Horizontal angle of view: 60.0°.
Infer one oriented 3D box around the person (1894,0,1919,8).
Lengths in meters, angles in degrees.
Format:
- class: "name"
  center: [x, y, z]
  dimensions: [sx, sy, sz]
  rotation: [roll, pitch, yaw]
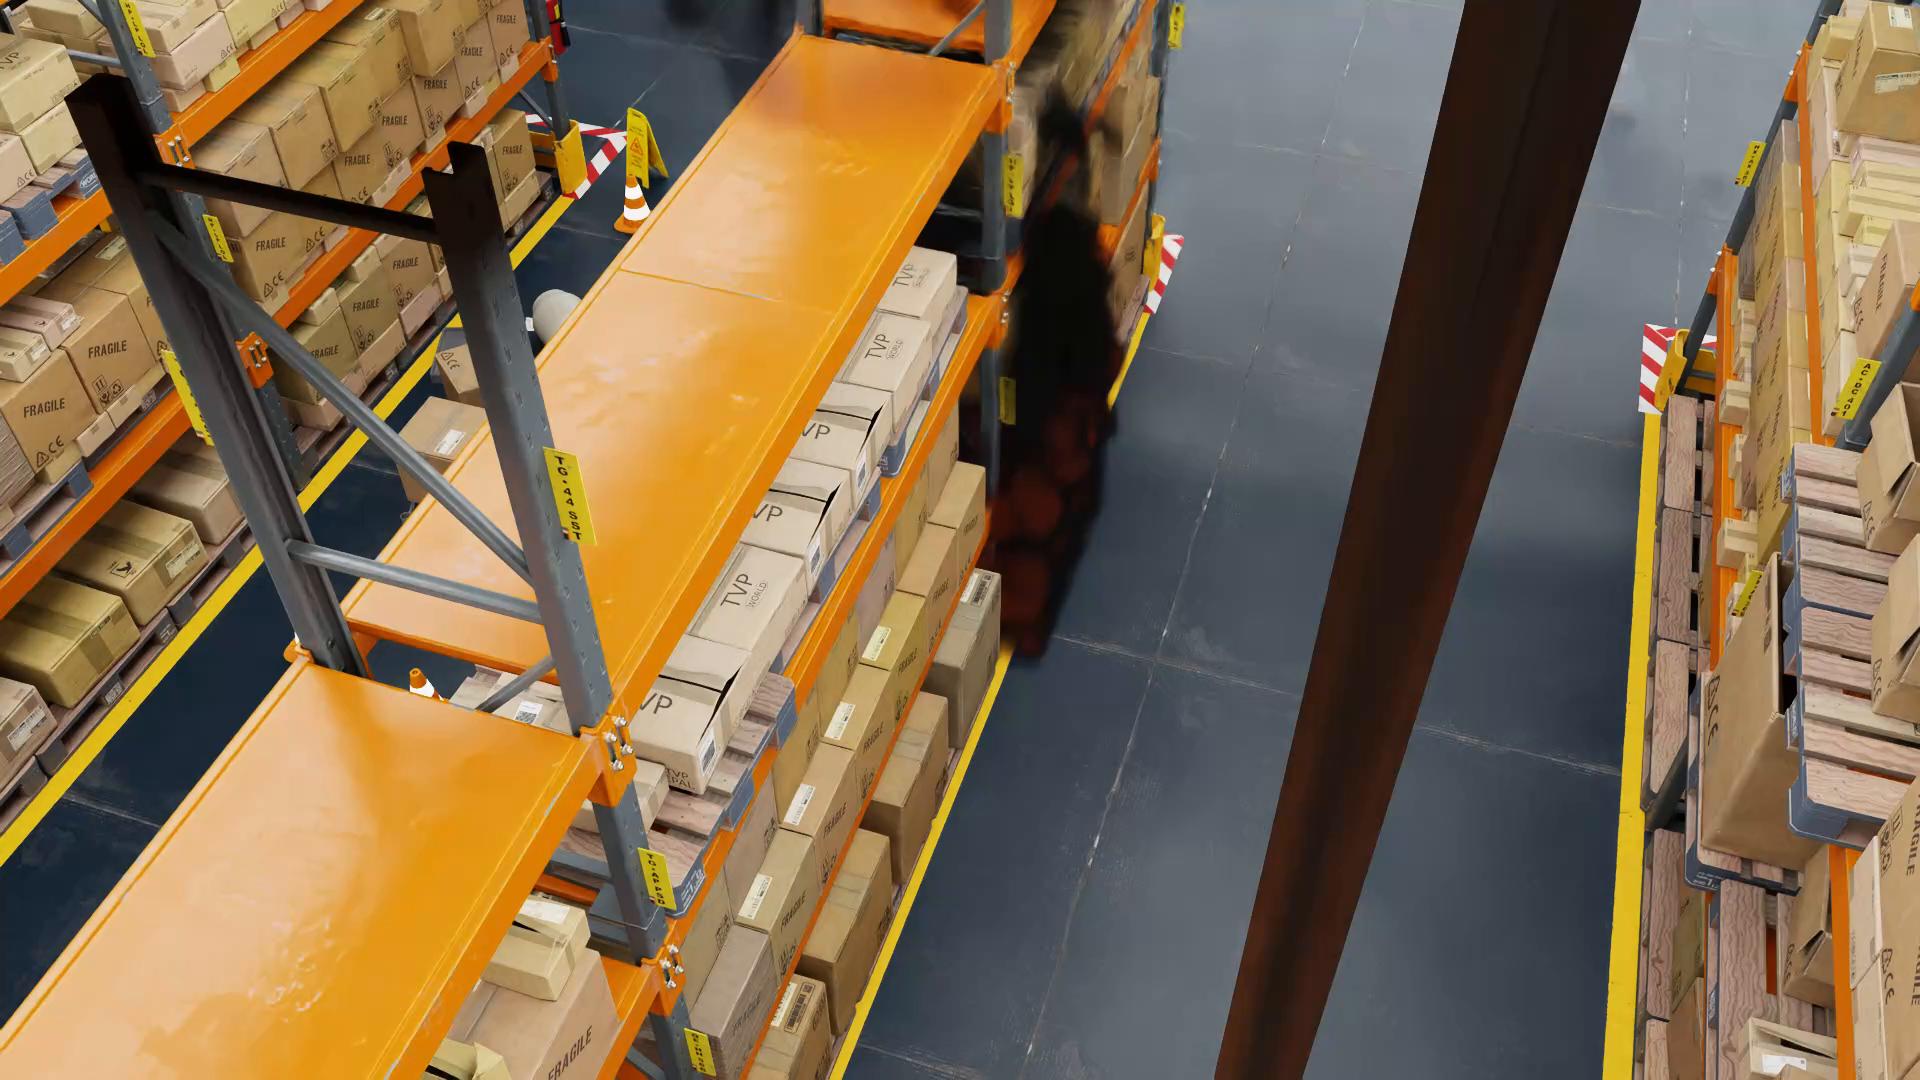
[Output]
- class: "person"
  center: [8.650, -5.074, 14.894]
  dimensions: [0.705, 1.752, 0.772]
  rotation: [-34, 55, -29]
